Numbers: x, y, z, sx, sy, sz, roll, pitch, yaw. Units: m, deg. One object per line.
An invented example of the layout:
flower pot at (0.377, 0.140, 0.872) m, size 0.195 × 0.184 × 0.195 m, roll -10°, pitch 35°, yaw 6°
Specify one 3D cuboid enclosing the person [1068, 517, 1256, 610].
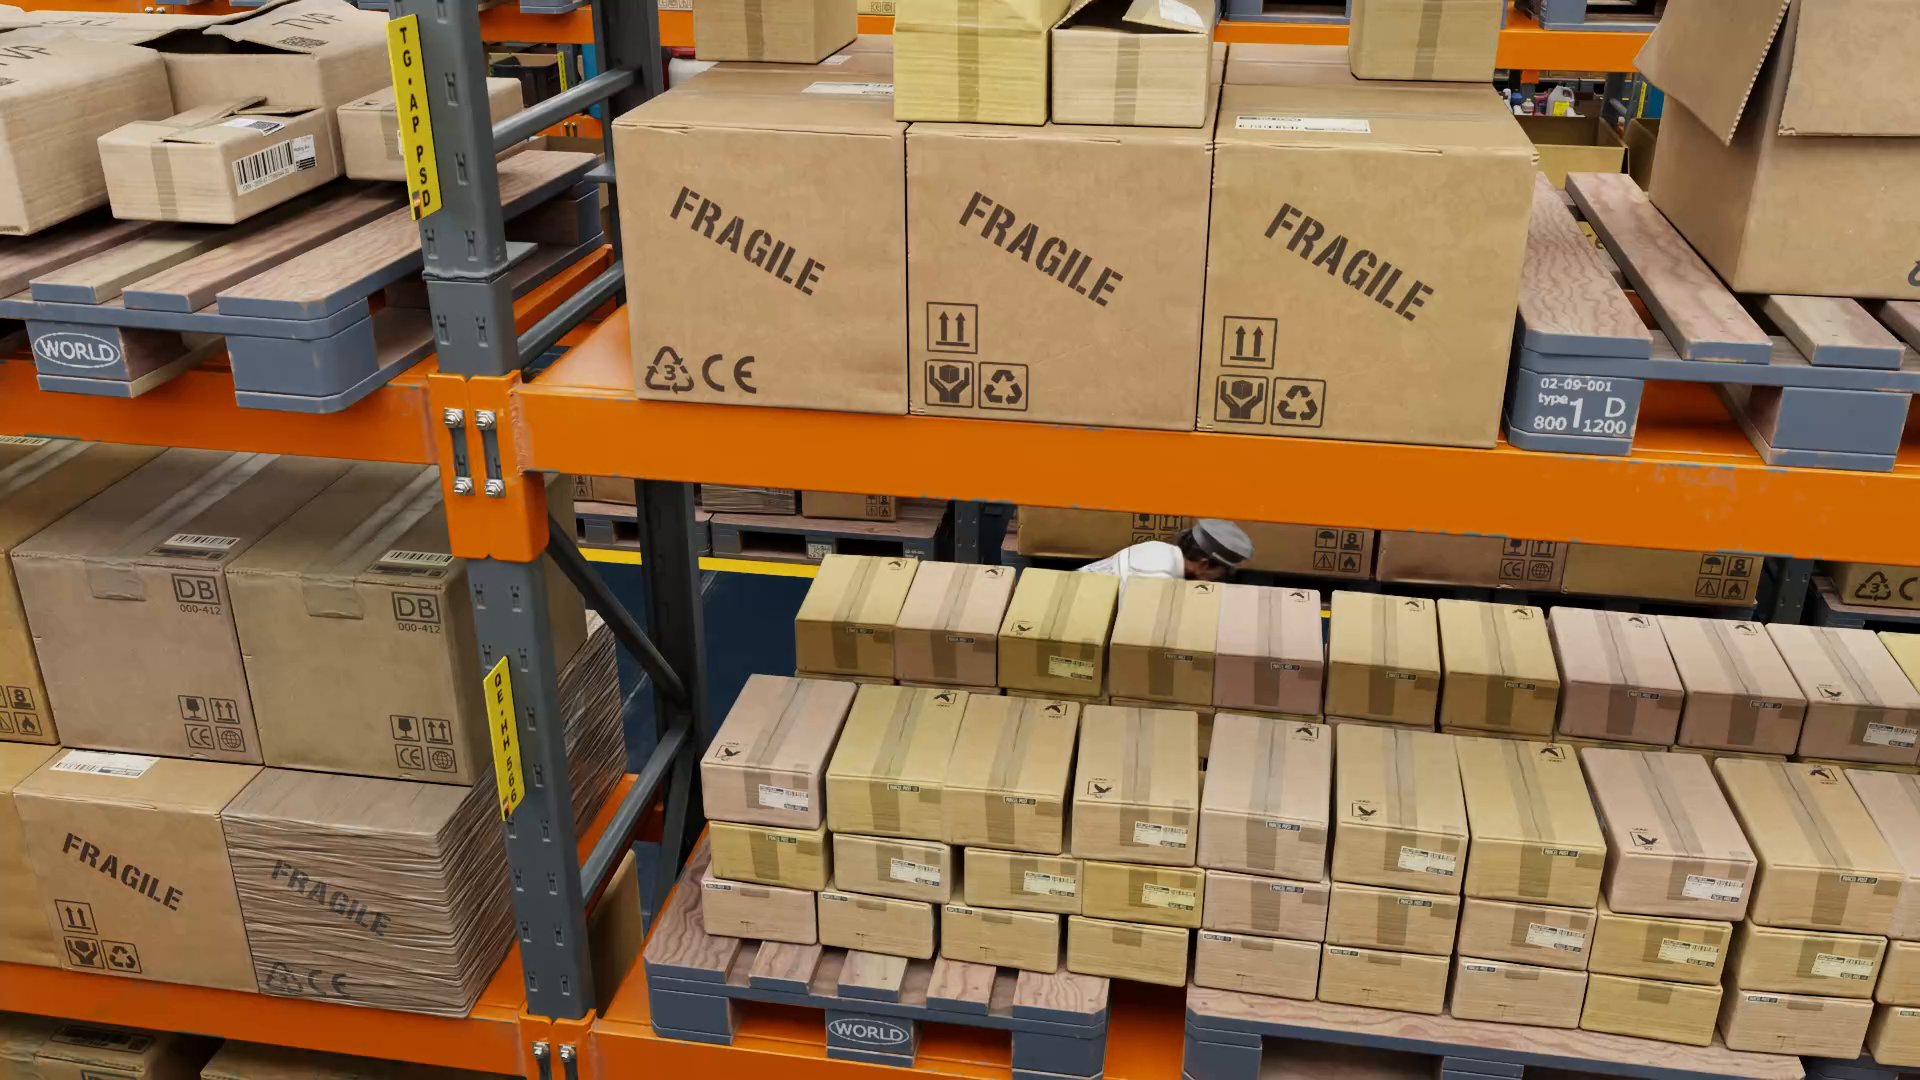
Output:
person at (0.664, 0.509, 6.386) m, size 0.849 × 1.359 × 0.417 m, roll 3°, pitch 25°, yaw 7°
